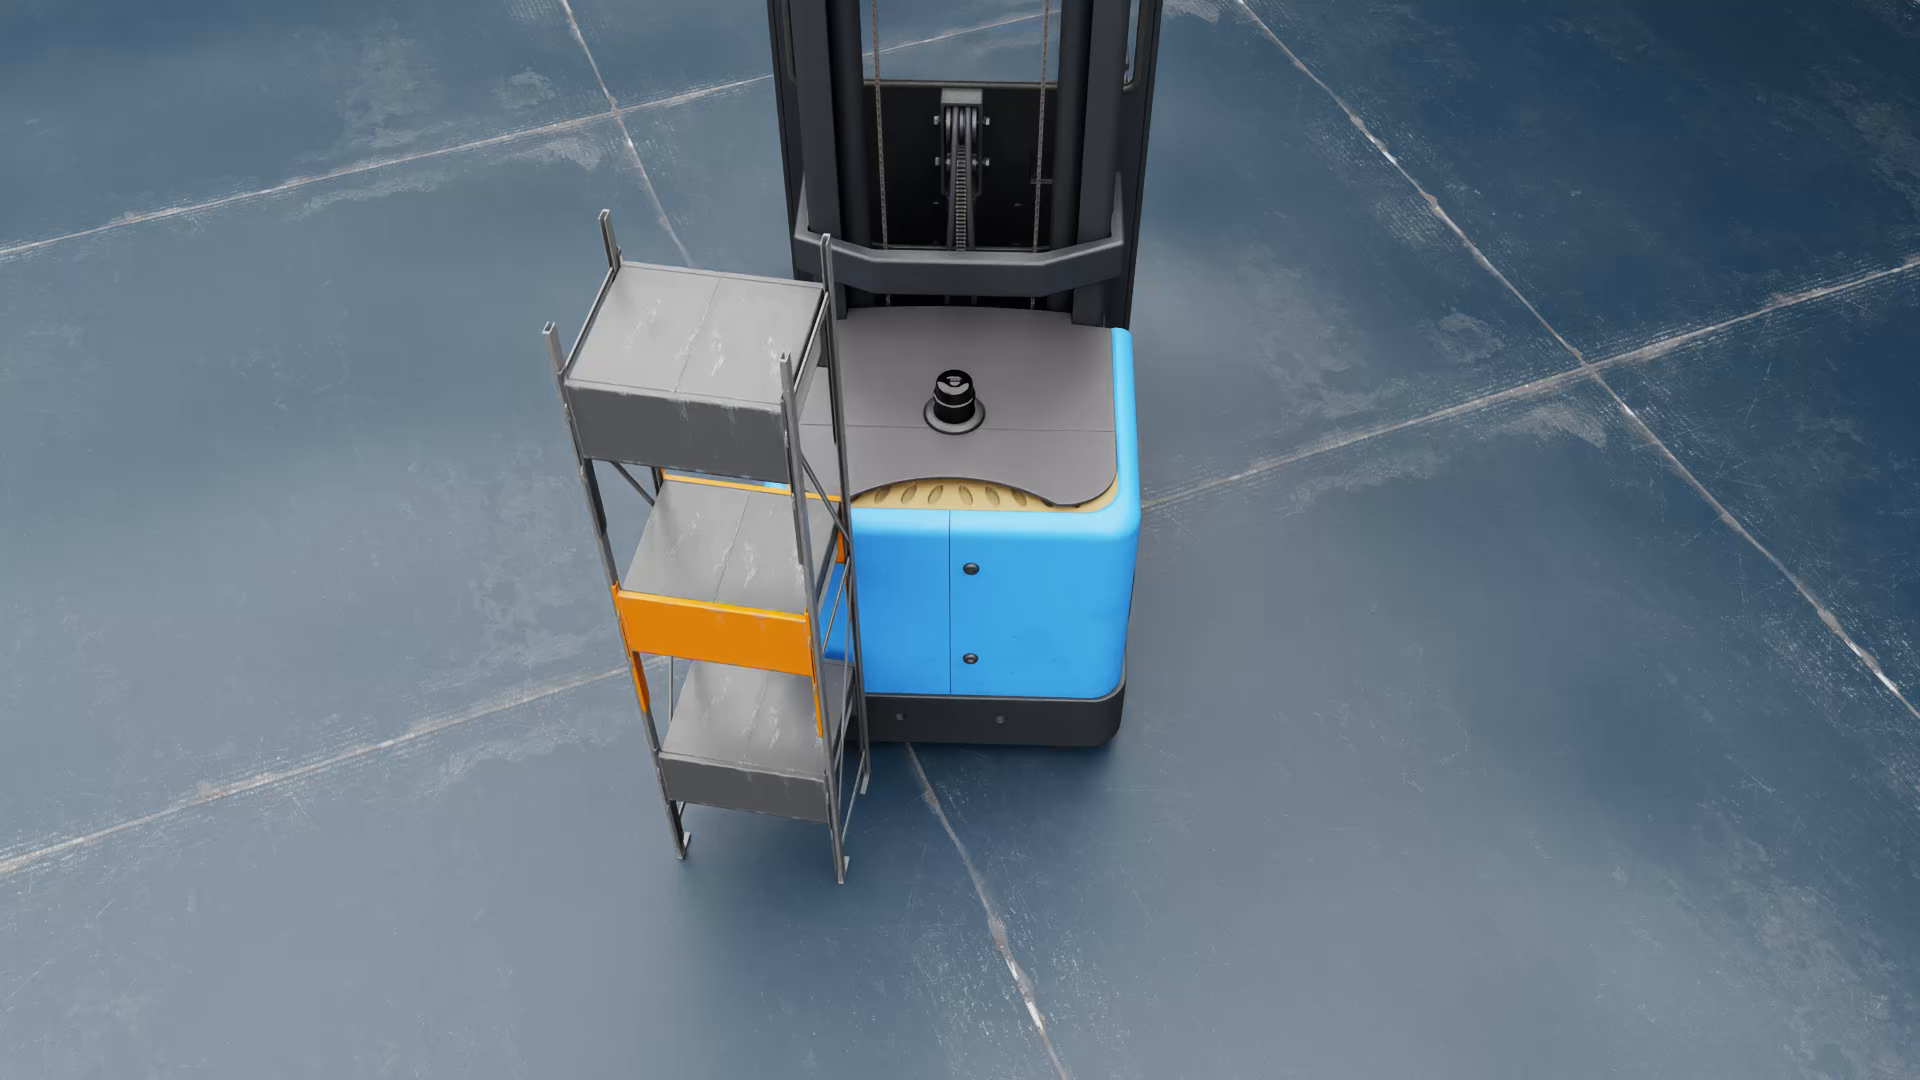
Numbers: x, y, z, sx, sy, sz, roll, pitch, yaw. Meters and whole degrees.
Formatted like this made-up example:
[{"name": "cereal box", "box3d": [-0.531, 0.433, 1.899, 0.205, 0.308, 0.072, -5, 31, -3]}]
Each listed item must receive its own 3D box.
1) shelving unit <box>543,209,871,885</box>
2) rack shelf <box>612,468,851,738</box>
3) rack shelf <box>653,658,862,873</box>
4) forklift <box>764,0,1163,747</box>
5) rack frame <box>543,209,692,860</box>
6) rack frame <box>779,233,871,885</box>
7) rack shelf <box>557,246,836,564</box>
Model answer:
[{"name": "shelving unit", "box3d": [-0.557, 0.148, 4.238, 0.503, 2.100, 0.431, 7, 50, 6]}, {"name": "rack shelf", "box3d": [-0.557, 0.157, 4.248, 0.480, 0.518, 0.431, 7, 50, 6]}, {"name": "rack shelf", "box3d": [-0.556, 0.612, 4.780, 0.480, 0.518, 0.431, 7, 50, 6]}, {"name": "forklift", "box3d": [0.020, -1.431, 5.047, 1.130, 2.935, 3.031, 1, 49, 1]}, {"name": "rack frame", "box3d": [-0.797, 0.117, 4.265, 0.015, 2.100, 0.400, 7, 50, 6]}, {"name": "rack frame", "box3d": [-0.316, 0.179, 4.211, 0.015, 2.100, 0.400, 7, 50, 6]}, {"name": "rack shelf", "box3d": [-0.557, -0.298, 3.716, 0.480, 0.518, 0.431, 7, 50, 6]}]
